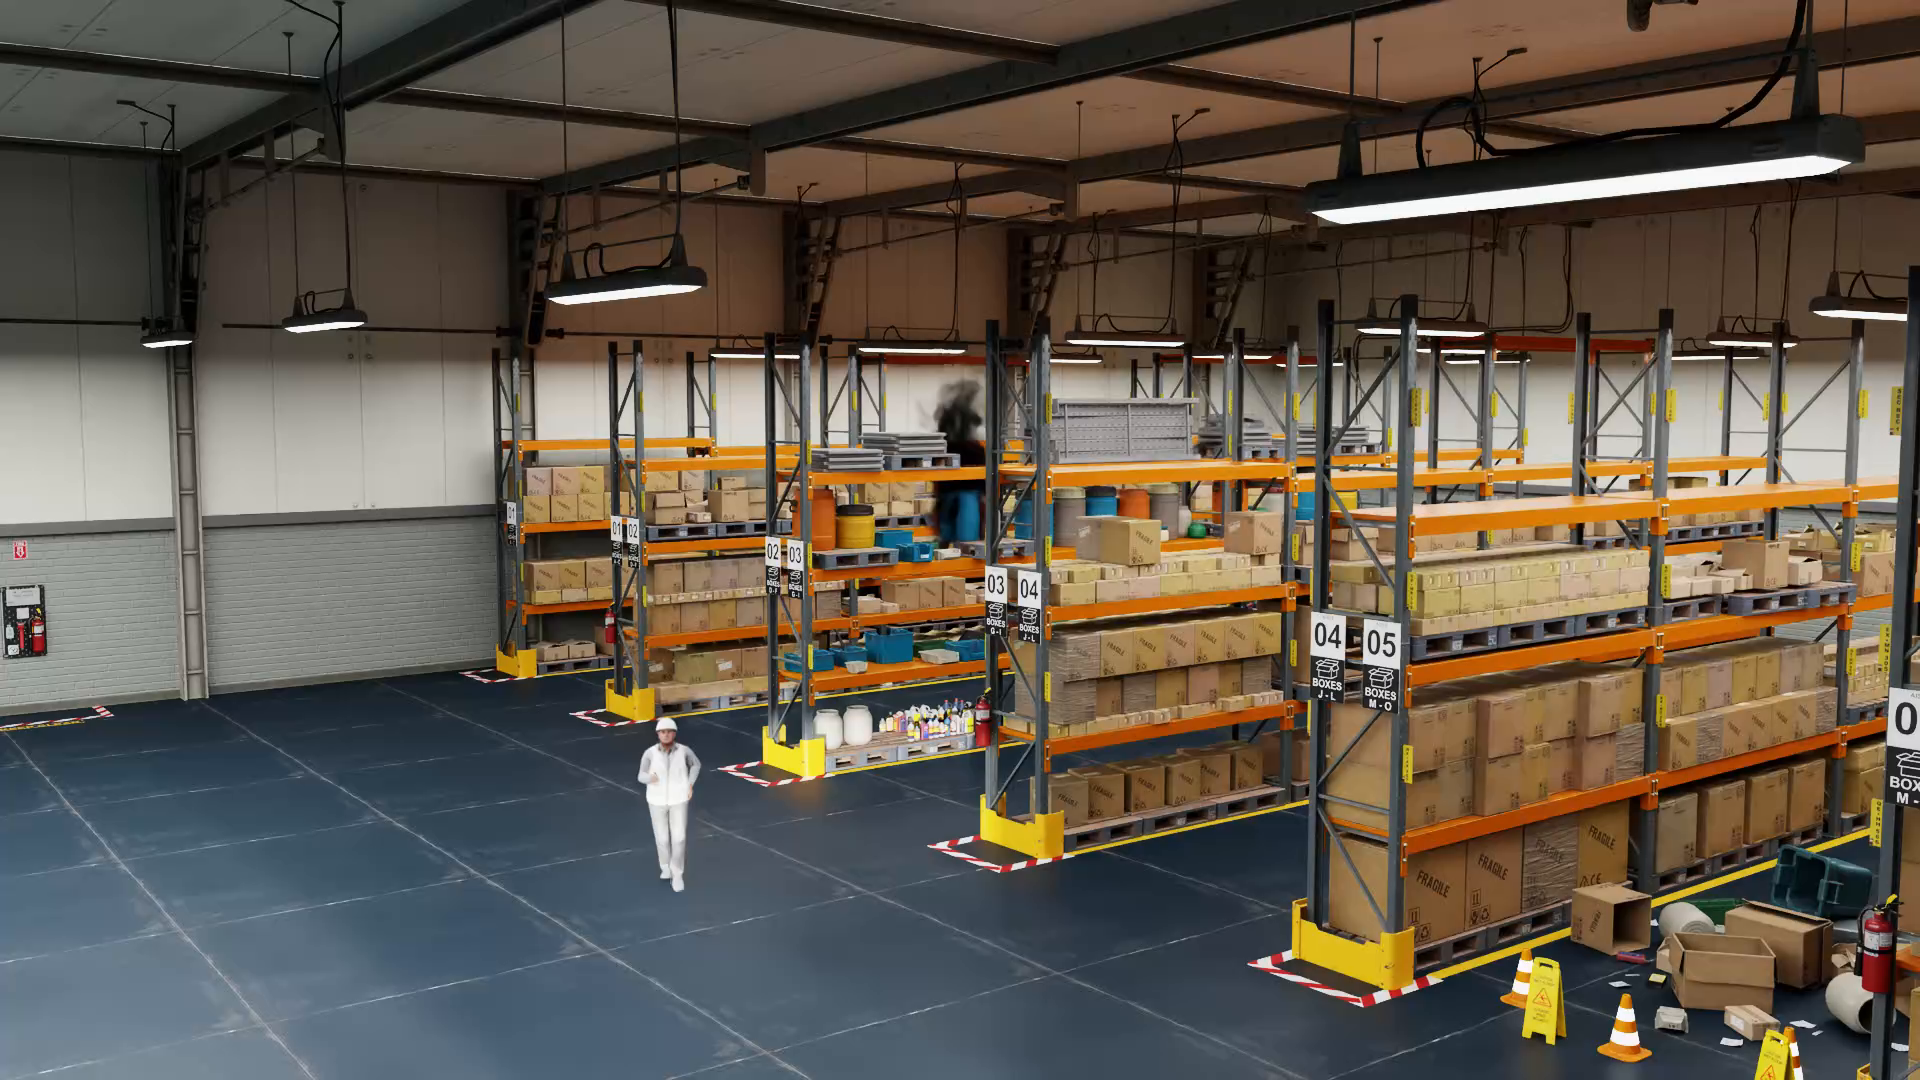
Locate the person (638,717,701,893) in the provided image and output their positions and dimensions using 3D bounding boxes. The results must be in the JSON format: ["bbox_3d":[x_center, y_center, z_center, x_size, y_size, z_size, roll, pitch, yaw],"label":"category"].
[{"bbox_3d":[-3.042,2.762,17.378,0.637,1.814,0.711,0,5,-5],"label":"person"}]
